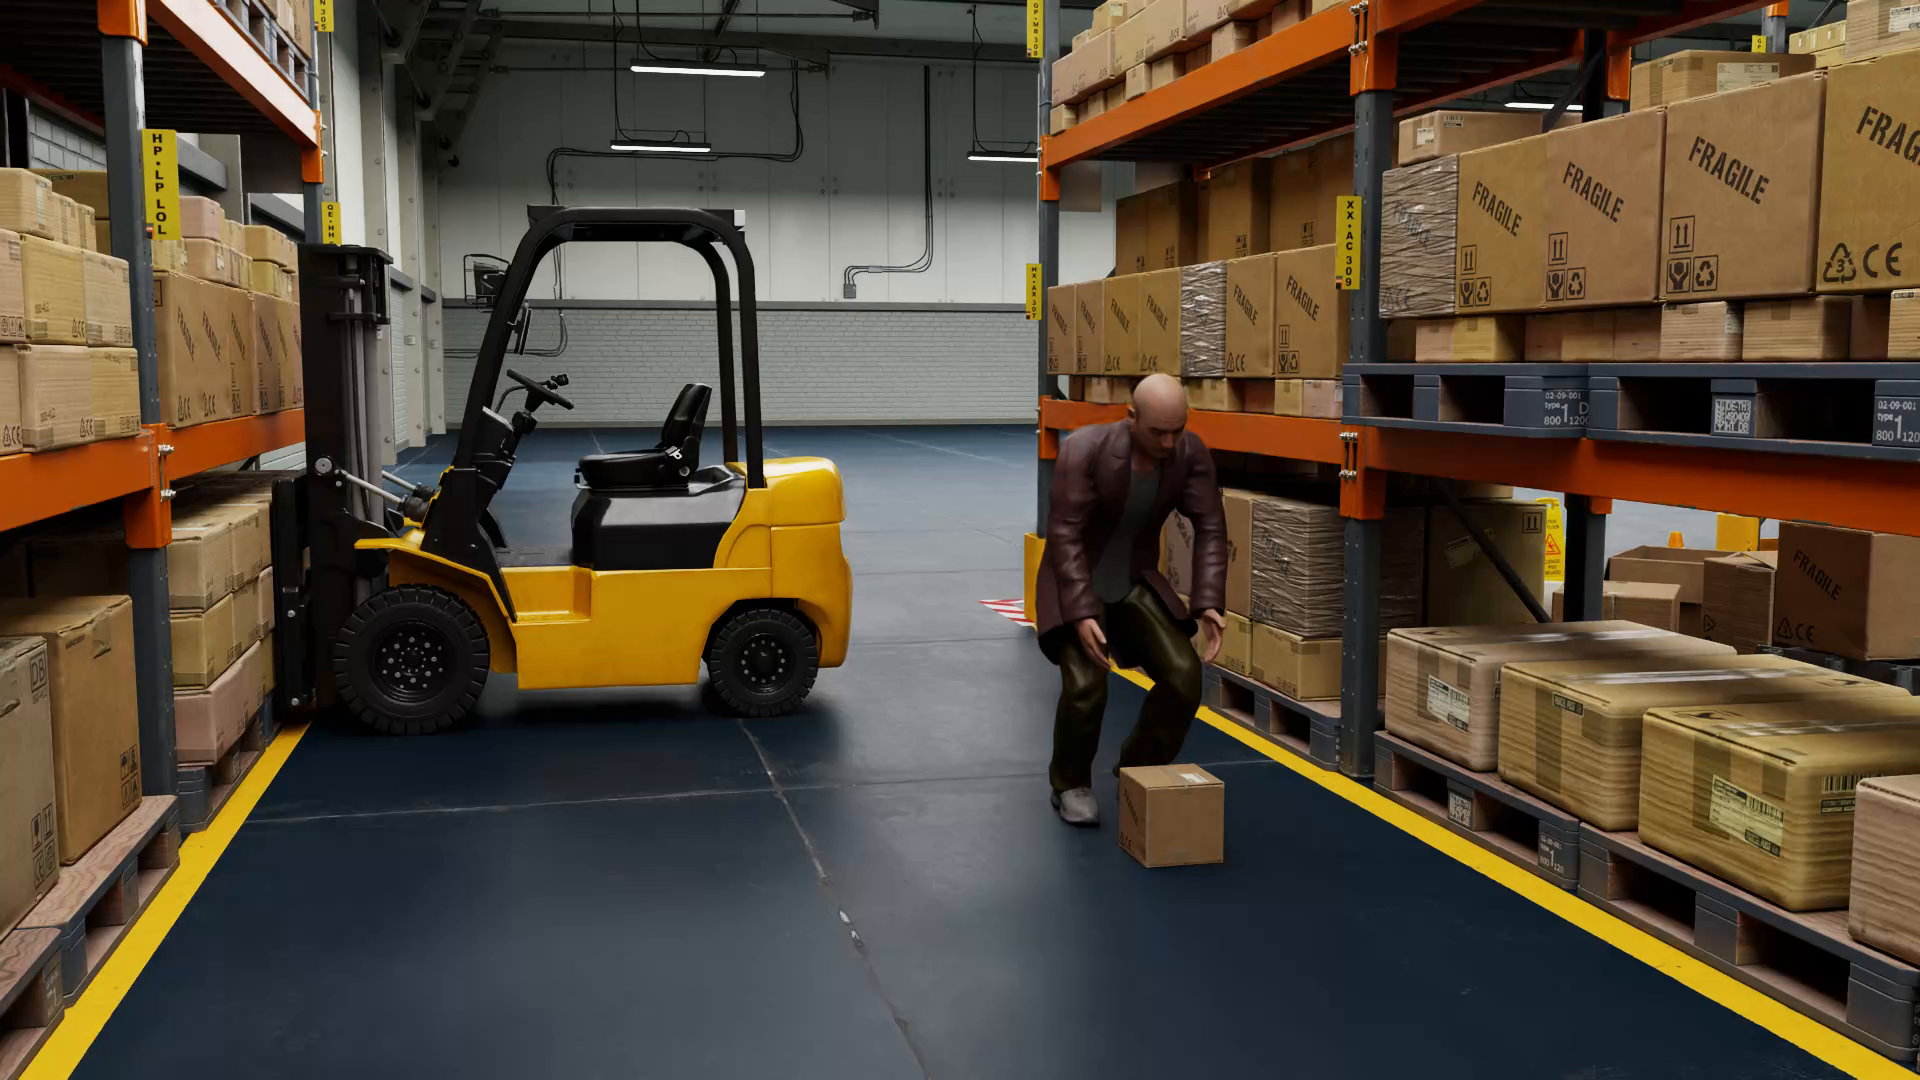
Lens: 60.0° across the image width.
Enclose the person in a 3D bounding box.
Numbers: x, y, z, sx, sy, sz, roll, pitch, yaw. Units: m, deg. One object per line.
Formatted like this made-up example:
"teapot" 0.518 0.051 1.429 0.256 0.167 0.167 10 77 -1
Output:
"person" 0.559 0.194 5.530 0.630 1.470 0.681 -2 6 -15
